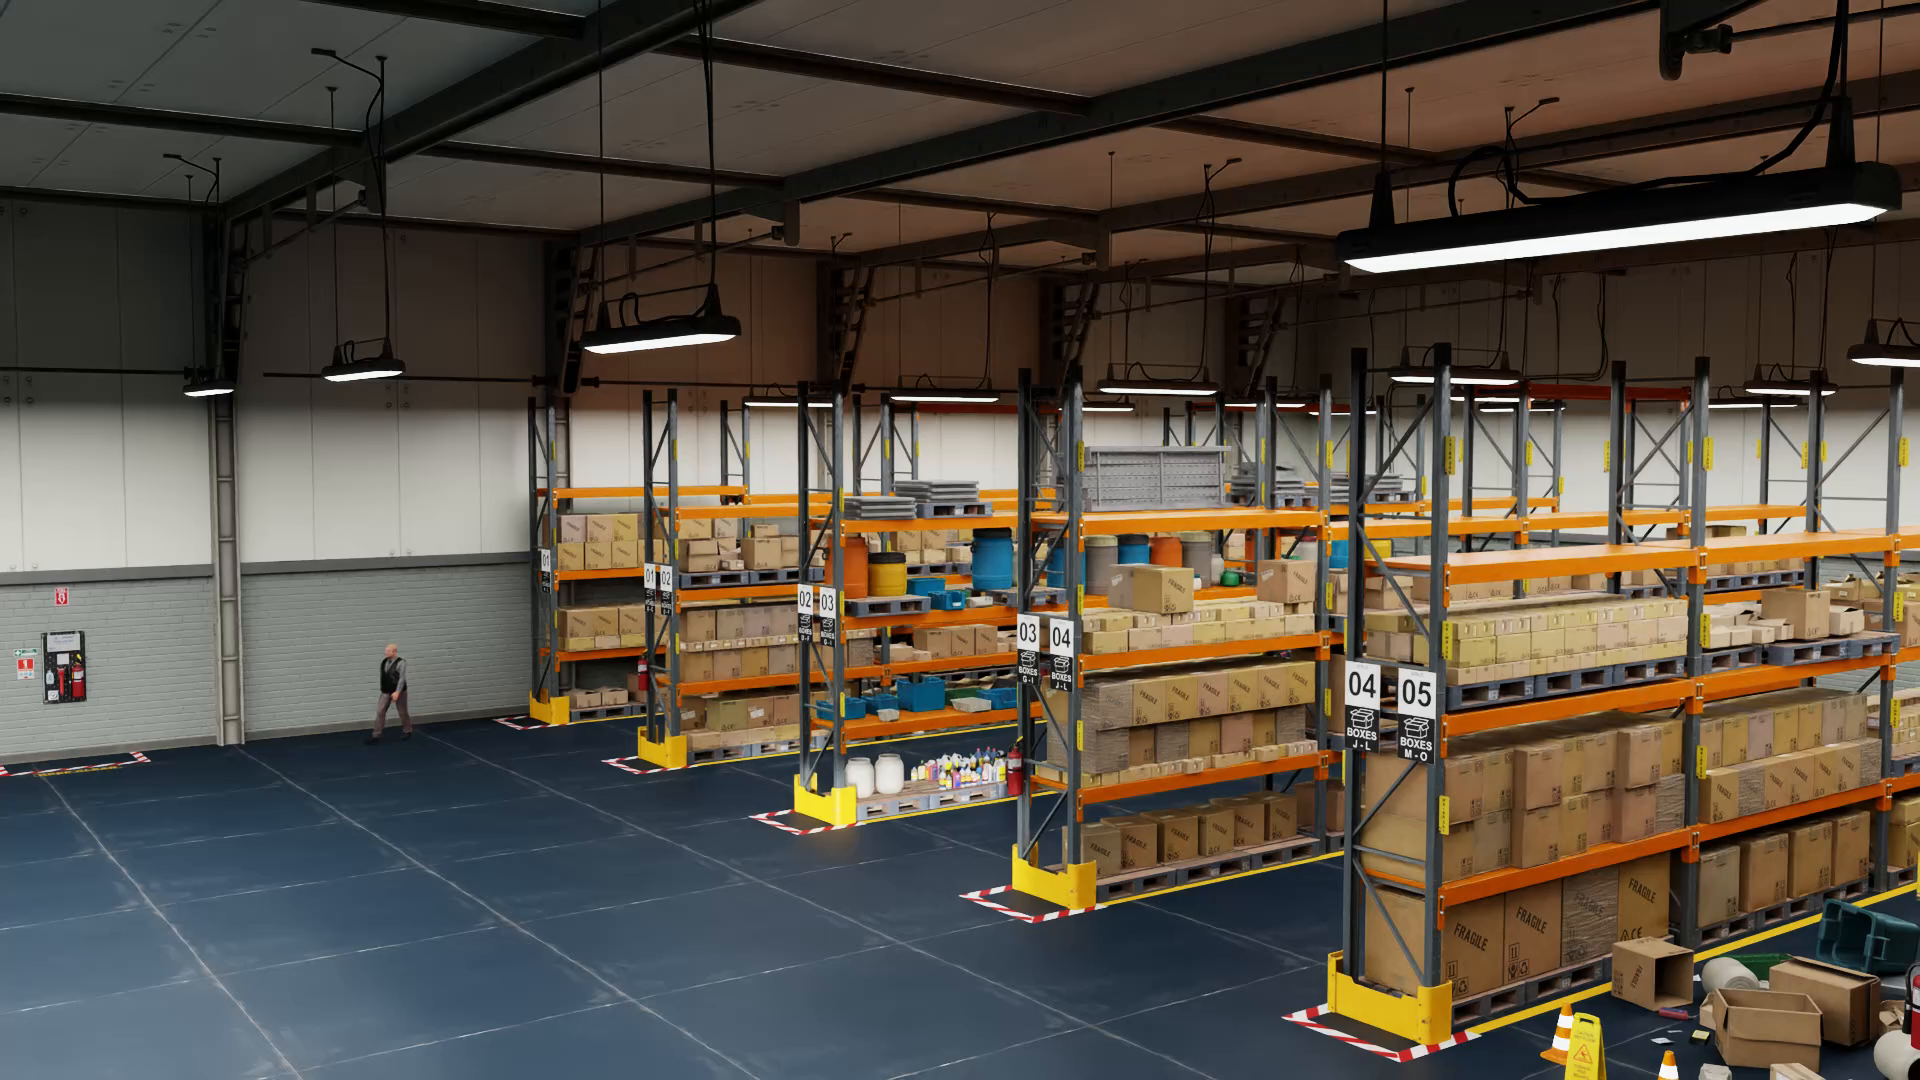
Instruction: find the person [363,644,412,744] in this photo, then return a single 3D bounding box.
[{"bbox_3d":[-9.756,2.615,28.508,0.566,1.673,0.940,1,3,13],"label":"person"}]
